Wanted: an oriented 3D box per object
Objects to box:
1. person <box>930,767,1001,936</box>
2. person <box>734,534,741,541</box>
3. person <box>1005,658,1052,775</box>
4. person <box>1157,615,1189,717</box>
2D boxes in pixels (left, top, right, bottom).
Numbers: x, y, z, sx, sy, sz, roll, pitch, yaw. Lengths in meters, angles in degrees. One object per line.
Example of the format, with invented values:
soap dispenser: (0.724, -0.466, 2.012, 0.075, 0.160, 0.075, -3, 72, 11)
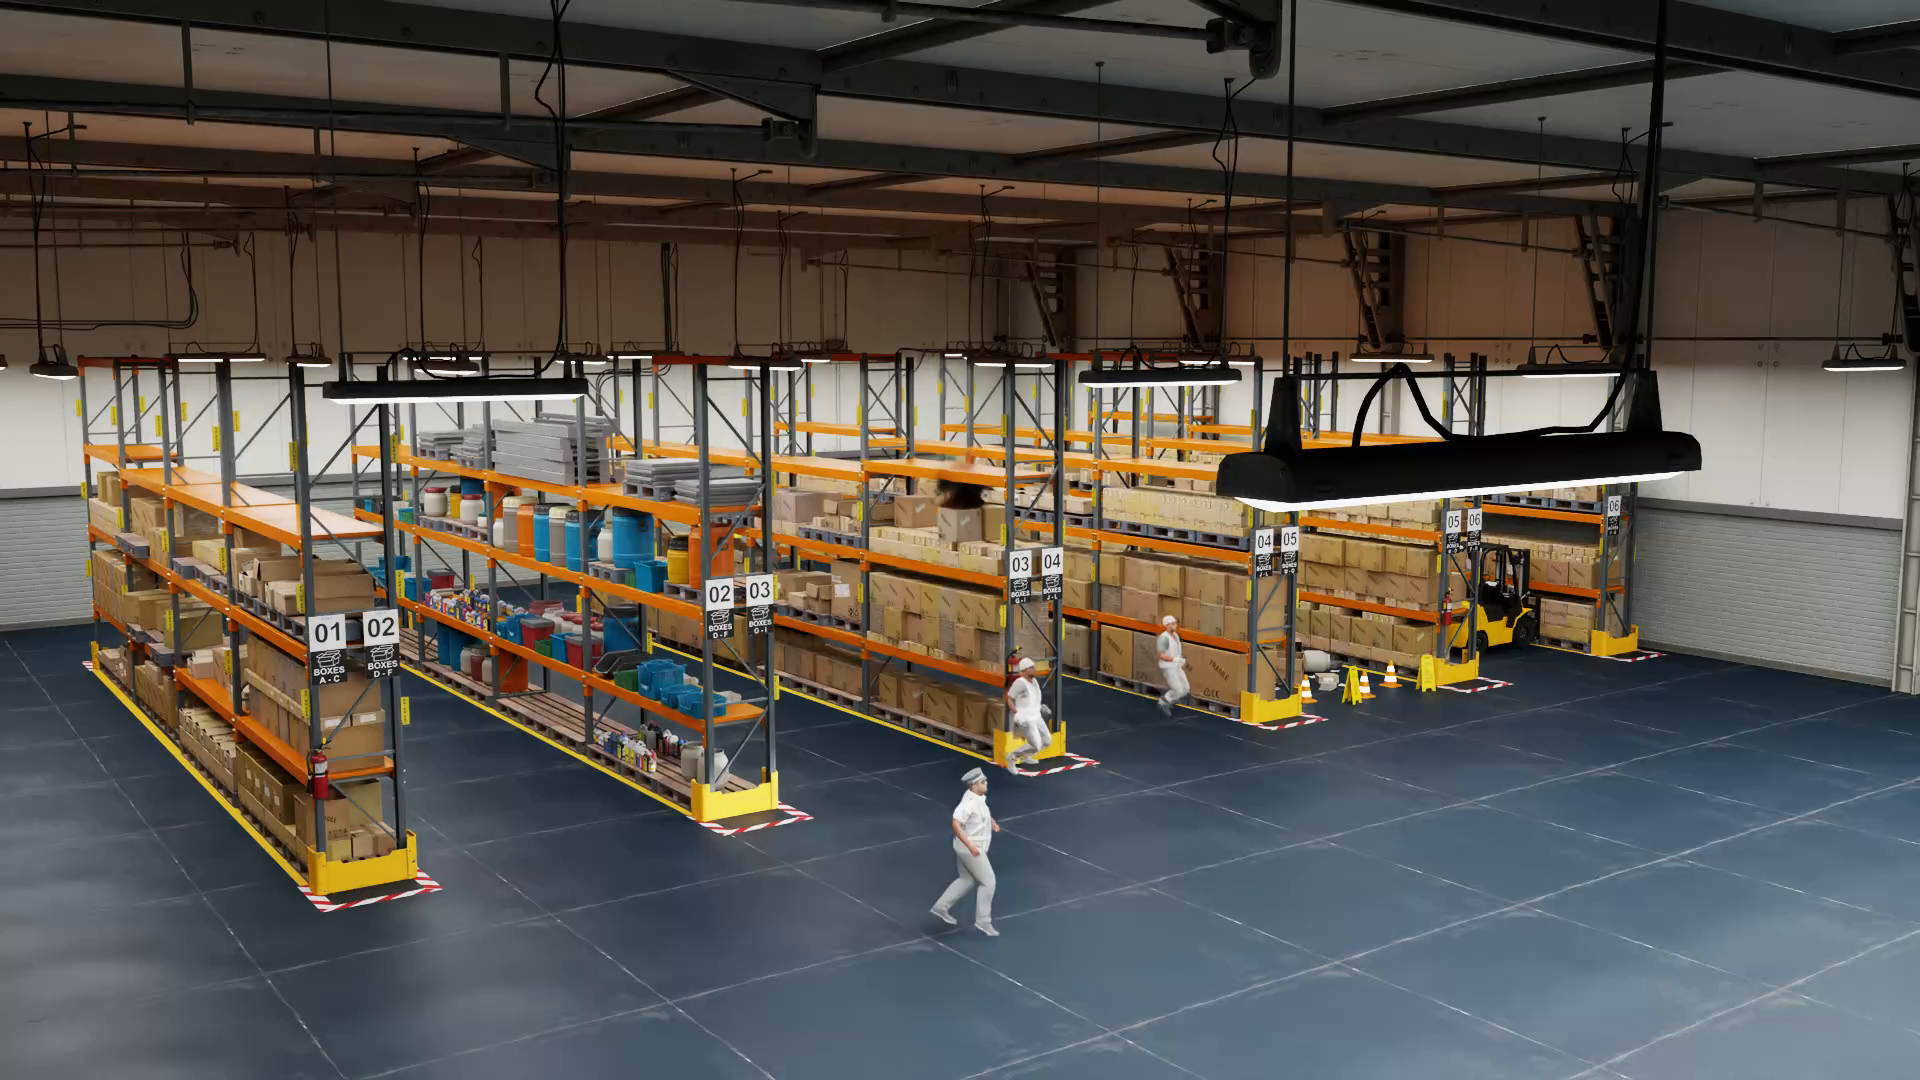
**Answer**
person: (0.067, 3.322, 17.751, 0.745, 1.858, 0.688, 0, 7, -1)
person: (-5.436, 0.684, 39.663, 0.738, 1.693, 0.953, -2, 7, -16)
person: (0.989, 2.514, 23.651, 0.632, 1.680, 0.688, 3, 8, 26)
person: (3.480, 2.079, 27.126, 0.585, 1.705, 0.642, 6, 9, 39)
